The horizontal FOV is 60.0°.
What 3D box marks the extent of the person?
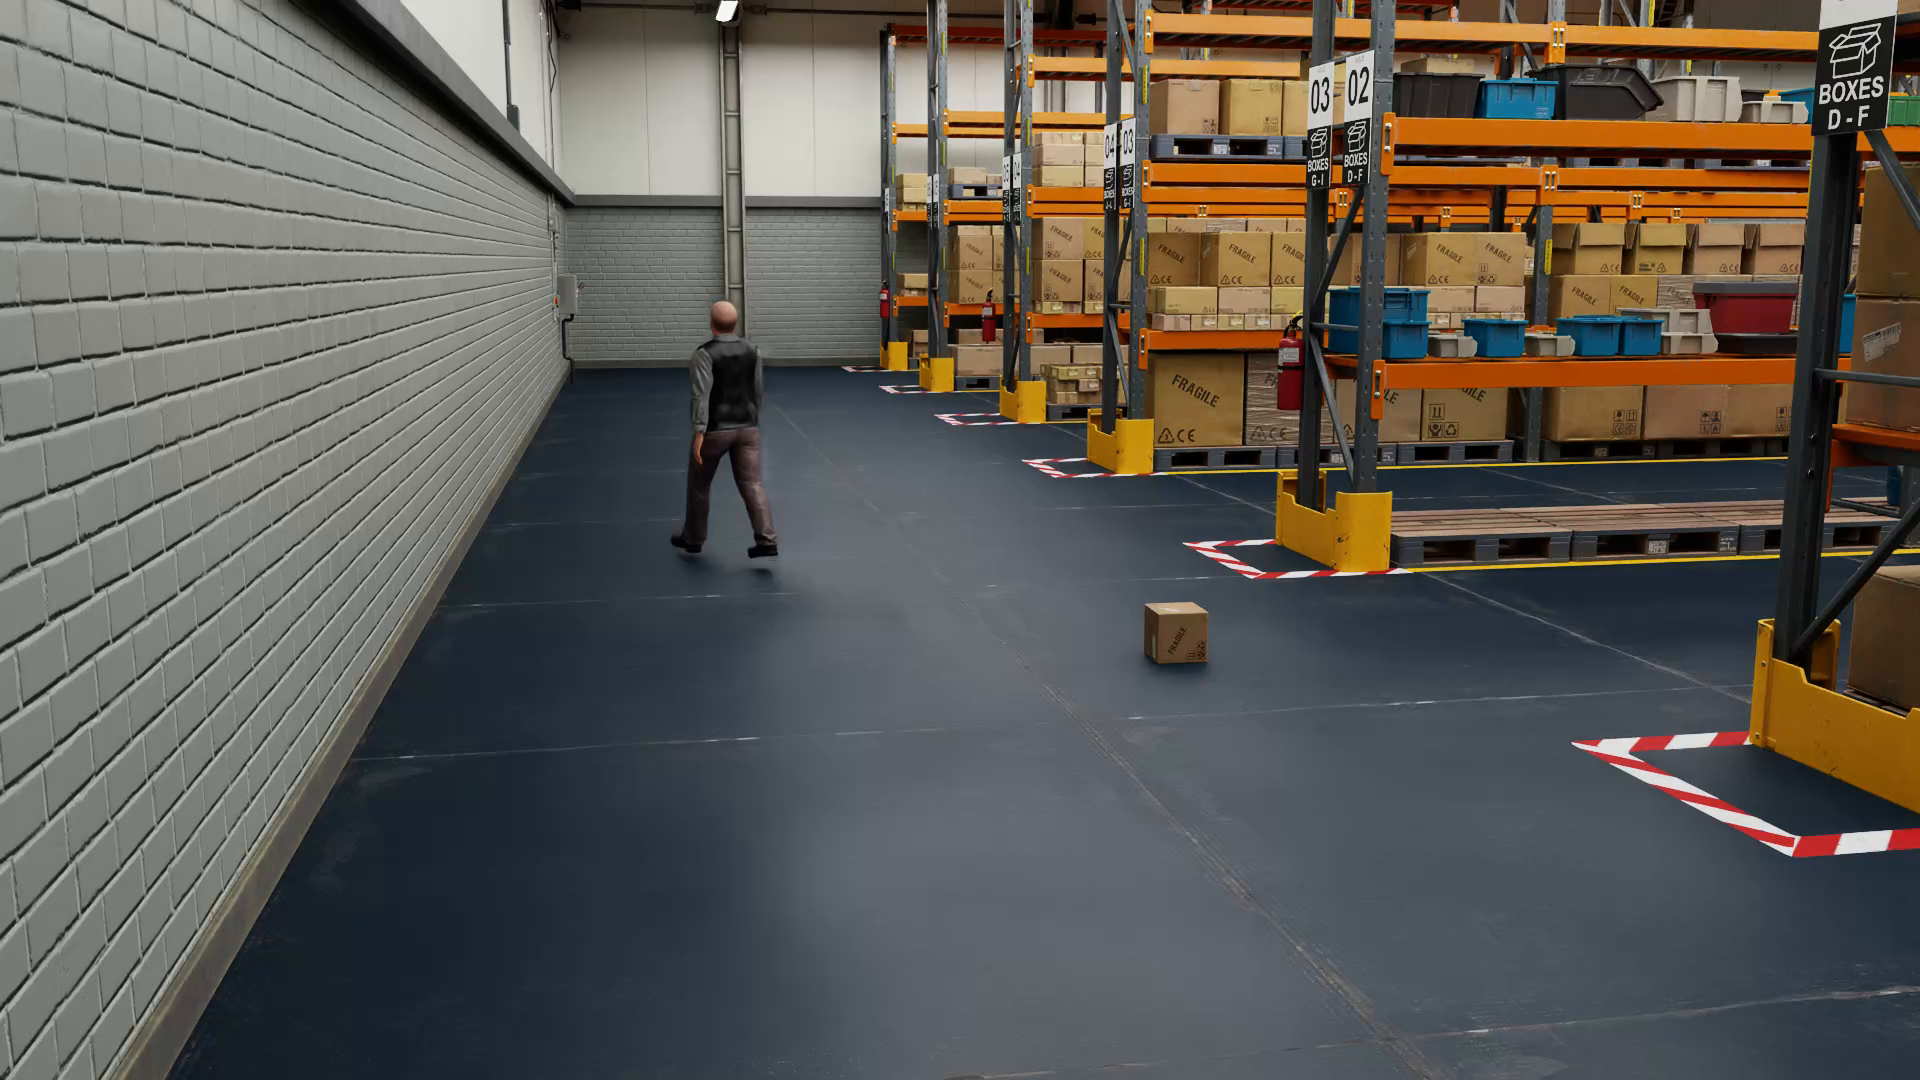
[{"bbox_3d":[-1.530,-0.709,10.764,0.563,1.669,1.067,-6,11,-30],"label":"person"}]
